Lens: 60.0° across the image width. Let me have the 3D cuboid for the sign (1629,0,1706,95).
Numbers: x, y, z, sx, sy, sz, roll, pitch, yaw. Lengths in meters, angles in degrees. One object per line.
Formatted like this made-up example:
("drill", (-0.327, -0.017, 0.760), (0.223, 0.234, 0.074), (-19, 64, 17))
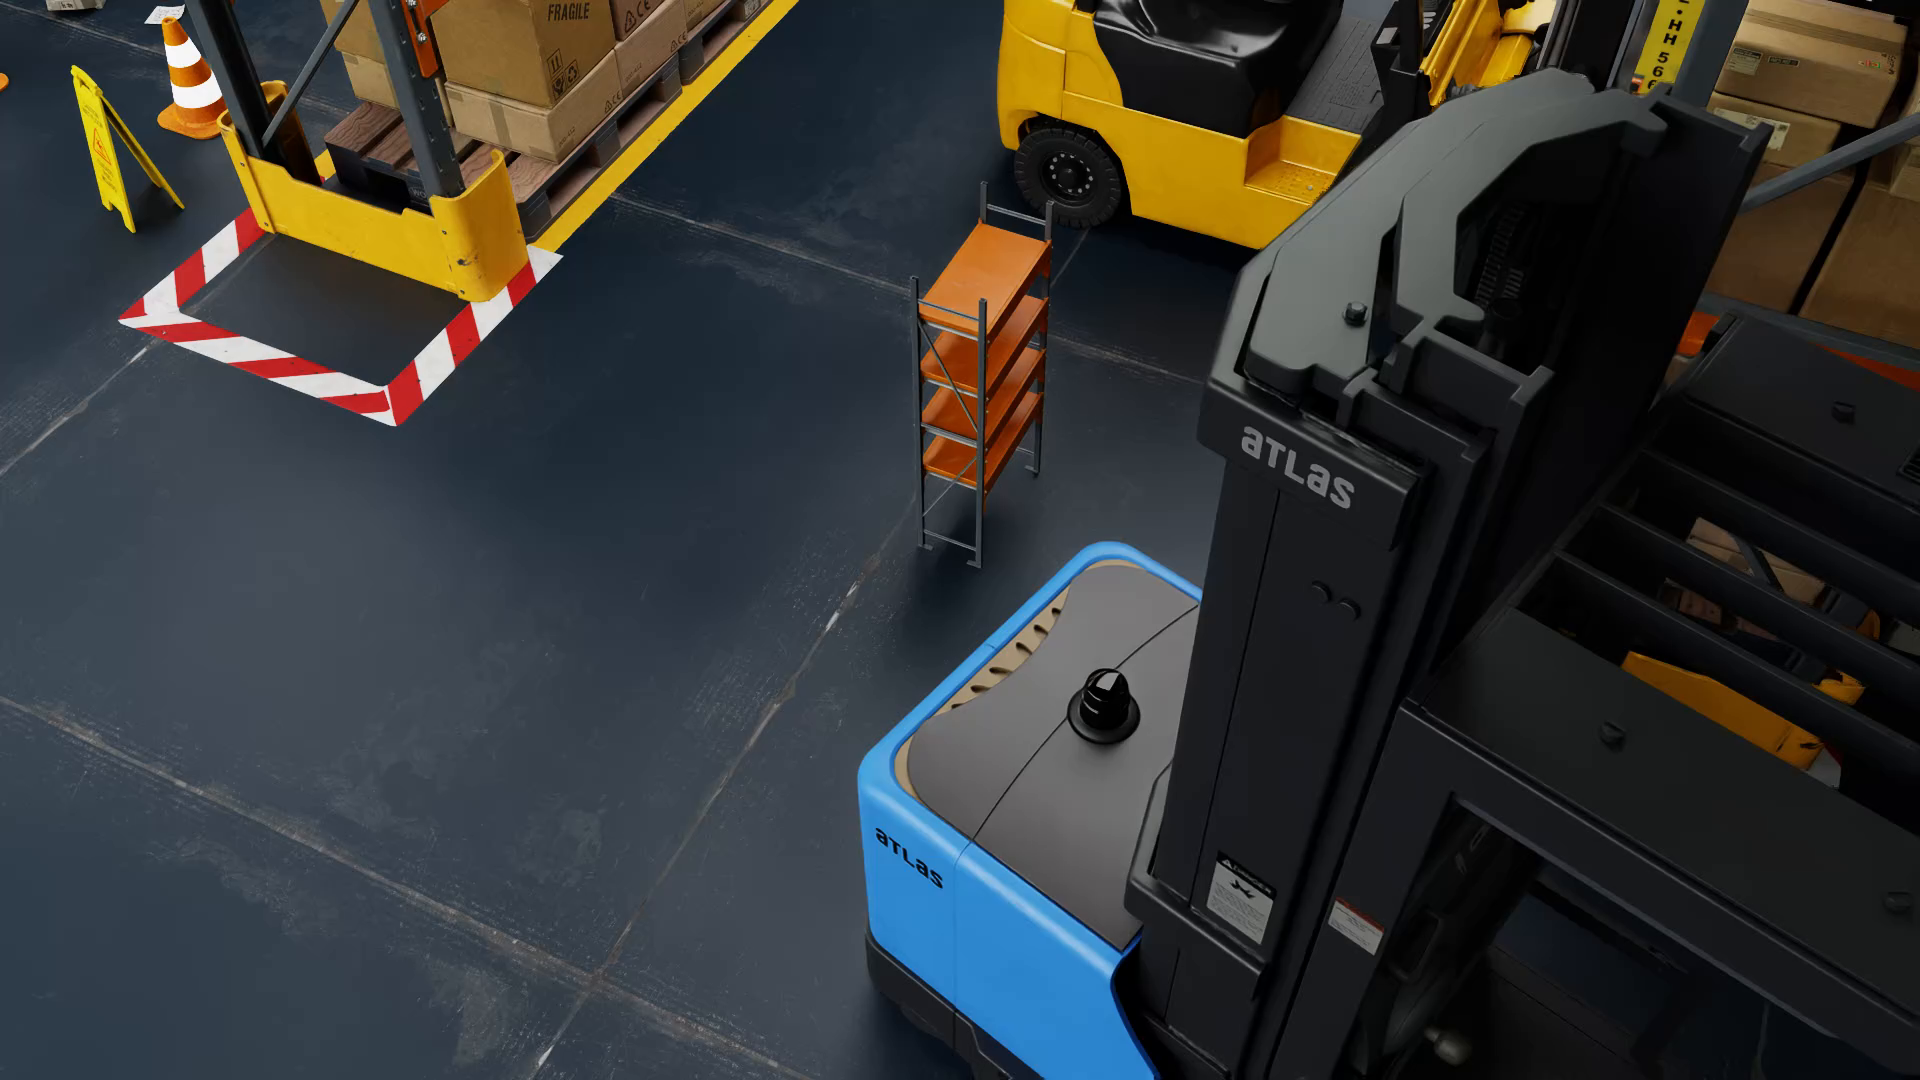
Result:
("sign", (1.652, -1.171, 3.861), (0.100, 0.325, 0.005), (20, 52, 16))

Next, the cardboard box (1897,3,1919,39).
("cardboard box", (2.679, -1.288, 4.385), (0.380, 0.149, 0.250), (19, 52, 15))

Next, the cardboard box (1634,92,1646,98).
("cardboard box", (2.695, -1.571, 5.991), (0.500, 0.250, 0.500), (19, 52, 15))

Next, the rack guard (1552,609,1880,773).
("rack guard", (2.127, 0.294, 5.172), (1.175, 0.500, 0.348), (20, 52, 16))

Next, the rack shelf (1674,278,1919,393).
("rack shelf", (2.992, -1.677, 5.680), (1.077, 0.370, 4.000), (20, 52, 16))

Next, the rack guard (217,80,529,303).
("rack guard", (-2.320, -1.388, 6.603), (1.175, 0.500, 0.348), (20, 52, 16))

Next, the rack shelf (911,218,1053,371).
("rack shelf", (0.071, -0.758, 5.091), (0.258, 0.148, 0.480), (20, 52, 16))

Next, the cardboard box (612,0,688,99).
("cardboard box", (-1.533, -2.205, 7.186), (0.500, 0.250, 0.500), (22, 53, 17))

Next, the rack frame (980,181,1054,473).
("rack frame", (0.175, -0.671, 5.533), (0.240, 1.200, 0.015), (20, 52, 16))

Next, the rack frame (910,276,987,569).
("rack frame", (-0.034, -0.335, 5.247), (0.240, 1.200, 0.015), (20, 52, 16))

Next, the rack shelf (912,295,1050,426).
("rack shelf", (0.071, -0.604, 5.271), (0.258, 0.148, 0.480), (20, 52, 16))

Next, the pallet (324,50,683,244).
("pallet", (-1.941, -1.842, 7.179), (1.003, 0.211, 1.213), (20, 52, 16))

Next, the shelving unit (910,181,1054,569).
("shelving unit", (0.071, -0.503, 5.390), (0.258, 1.200, 0.503), (20, 52, 16))

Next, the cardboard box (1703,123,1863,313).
("cardboard box", (2.110, -0.990, 4.557), (0.500, 0.500, 0.500), (19, 52, 15))

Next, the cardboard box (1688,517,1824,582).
("cardboard box", (2.526, -0.196, 5.149), (0.500, 0.250, 0.500), (21, 53, 17))

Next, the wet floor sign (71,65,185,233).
("wet floor sign", (-3.401, -1.600, 6.688), (0.232, 0.644, 0.267), (-37, 59, -27))

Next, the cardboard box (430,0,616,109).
("cardboard box", (-1.748, -2.116, 6.618), (0.500, 0.500, 0.500), (18, 52, 15))

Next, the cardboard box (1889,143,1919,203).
("cardboard box", (2.517, -0.925, 4.076), (0.380, 0.149, 0.250), (19, 52, 15))

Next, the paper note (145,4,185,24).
("paper note", (-3.748, -2.482, 7.842), (0.148, 0.019, 0.142), (4, 50, 3))

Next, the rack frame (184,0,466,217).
("rack frame", (-2.352, -2.145, 5.606), (1.000, 3.000, 0.127), (20, 52, 16))

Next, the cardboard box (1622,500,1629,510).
("cardboard box", (2.062, -0.377, 5.303), (0.500, 0.250, 0.500), (19, 52, 16))

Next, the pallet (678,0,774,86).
("pallet", (-1.418, -2.679, 7.891), (1.003, 0.211, 1.213), (20, 52, 16))

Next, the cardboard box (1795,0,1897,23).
("cardboard box", (2.177, -1.367, 4.257), (0.380, 0.149, 0.250), (20, 52, 16))

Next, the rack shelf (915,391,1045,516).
("rack shelf", (0.071, -0.331, 5.592), (0.258, 0.148, 0.480), (20, 52, 16))

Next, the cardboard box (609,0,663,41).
("cardboard box", (-1.529, -2.477, 6.925), (0.500, 0.500, 0.500), (18, 52, 15))

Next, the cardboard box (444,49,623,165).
("cardboard box", (-1.758, -1.856, 6.889), (0.500, 0.250, 0.500), (19, 52, 16))

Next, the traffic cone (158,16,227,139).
("traffic cone", (-3.335, -2.039, 7.181), (0.336, 0.463, 0.334), (20, 52, 16))

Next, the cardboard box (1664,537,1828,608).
("cardboard box", (2.524, -0.053, 5.355), (0.500, 0.250, 0.500), (20, 52, 16))

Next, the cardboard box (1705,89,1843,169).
("cardboard box", (2.032, -1.105, 4.230), (0.380, 0.149, 0.250), (21, 53, 17))

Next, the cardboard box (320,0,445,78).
("cardboard box", (-2.246, -2.270, 6.749), (0.500, 0.500, 0.500), (20, 53, 16))

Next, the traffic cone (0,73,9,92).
("traffic cone", (-4.484, -2.166, 7.289), (0.336, 0.463, 0.334), (20, 52, 16))

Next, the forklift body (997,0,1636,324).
("forklift body", (1.298, -2.157, 6.173), (2.313, 2.155, 1.214), (20, 52, 16))

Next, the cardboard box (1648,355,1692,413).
("cardboard box", (2.052, -0.521, 5.097), (0.500, 0.250, 0.500), (21, 53, 17))

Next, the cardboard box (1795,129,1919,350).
("cardboard box", (2.600, -0.816, 4.409), (0.500, 0.500, 0.500), (21, 53, 17))

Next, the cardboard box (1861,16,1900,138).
("cardboard box", (2.802, -1.182, 4.721), (0.500, 0.500, 0.500), (21, 53, 17))

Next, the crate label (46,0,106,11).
("crate label", (-4.204, -2.622, 7.891), (0.250, 0.136, 0.298), (-4, 50, -3))

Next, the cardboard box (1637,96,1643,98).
("cardboard box", (2.471, -1.225, 5.696), (0.500, 0.250, 0.500), (20, 53, 17))

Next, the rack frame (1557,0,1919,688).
("rack frame", (2.137, -0.533, 4.234), (1.000, 3.000, 0.127), (20, 52, 16))

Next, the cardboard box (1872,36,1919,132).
("cardboard box", (2.564, -1.115, 4.238), (0.380, 0.149, 0.250), (20, 52, 16))

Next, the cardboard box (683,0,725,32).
("cardboard box", (-1.311, -2.585, 7.510), (0.500, 0.250, 0.500), (23, 53, 18))

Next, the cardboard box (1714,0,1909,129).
("cardboard box", (2.100, -1.187, 4.104), (0.380, 0.149, 0.250), (20, 52, 16))

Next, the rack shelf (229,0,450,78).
("rack shelf", (-1.498, -3.289, 7.052), (1.077, 0.370, 4.000), (20, 52, 16))

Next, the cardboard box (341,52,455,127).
("cardboard box", (-2.240, -2.051, 7.055), (0.500, 0.250, 0.500), (20, 52, 16))

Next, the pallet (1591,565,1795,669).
("pallet", (2.426, -0.170, 5.756), (1.003, 0.211, 1.213), (20, 52, 16))

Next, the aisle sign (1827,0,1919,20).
("aisle sign", (1.843, -1.426, 3.287), (0.394, 0.787, 0.004), (20, 52, 16))

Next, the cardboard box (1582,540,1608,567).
("cardboard box", (2.052, -0.204, 5.484), (0.500, 0.250, 0.500), (20, 53, 16))

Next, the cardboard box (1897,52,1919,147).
("cardboard box", (2.474, -1.034, 3.973), (0.380, 0.149, 0.250), (19, 52, 15))

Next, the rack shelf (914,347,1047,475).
("rack shelf", (0.071, -0.459, 5.441), (0.258, 0.148, 0.480), (20, 52, 16))

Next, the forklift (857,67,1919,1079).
("forklift", (1.189, 0.732, 3.202), (3.031, 2.935, 1.130), (33, 57, 25))
